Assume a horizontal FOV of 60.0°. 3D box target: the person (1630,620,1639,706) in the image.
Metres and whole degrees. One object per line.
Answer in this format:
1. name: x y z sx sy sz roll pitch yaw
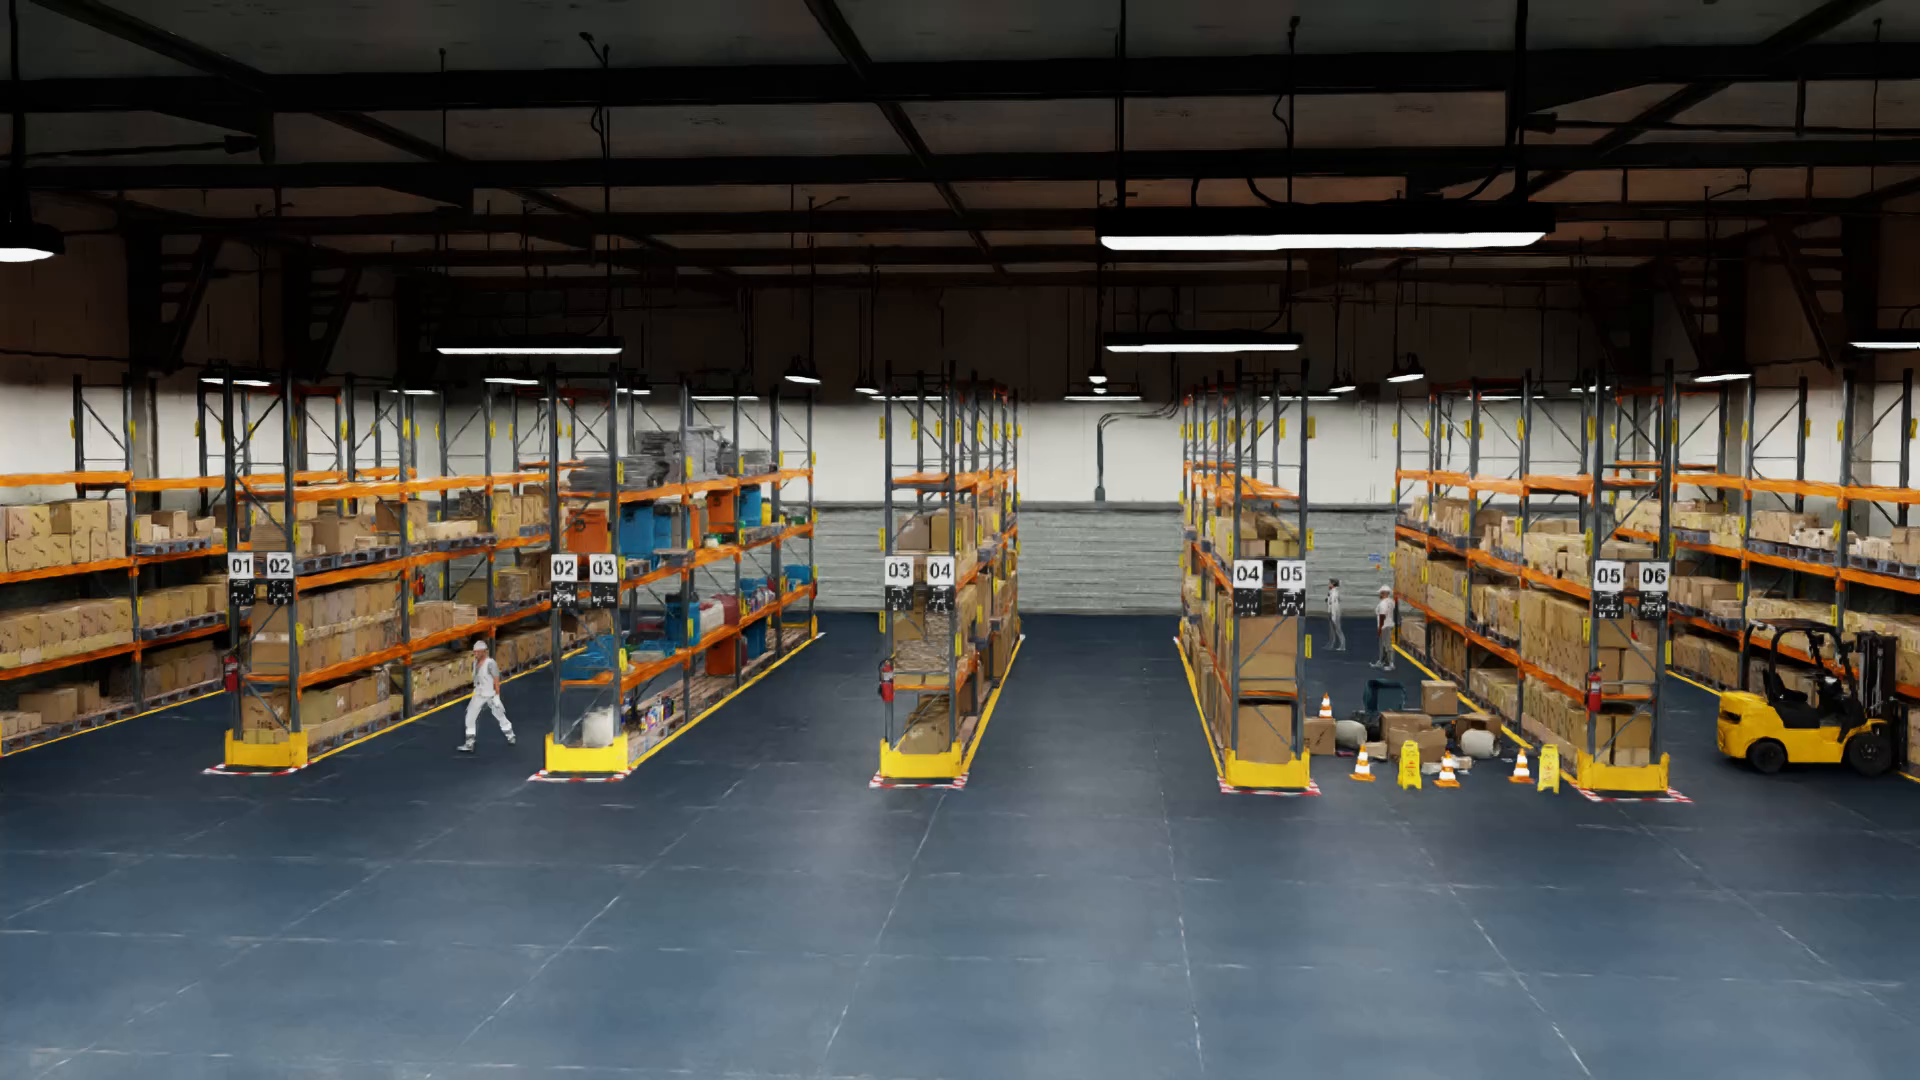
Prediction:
1. person: 11.546 2.229 28.895 0.487 1.731 0.588 3 5 35

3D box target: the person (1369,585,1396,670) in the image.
1. person: 8.871 1.818 34.832 0.594 1.763 0.681 2 4 24

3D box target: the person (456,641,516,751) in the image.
1. person: -7.420 2.429 26.081 0.598 1.735 0.988 2 4 26

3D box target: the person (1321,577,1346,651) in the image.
1. person: 8.512 1.671 37.875 0.558 1.663 0.659 1 4 10
